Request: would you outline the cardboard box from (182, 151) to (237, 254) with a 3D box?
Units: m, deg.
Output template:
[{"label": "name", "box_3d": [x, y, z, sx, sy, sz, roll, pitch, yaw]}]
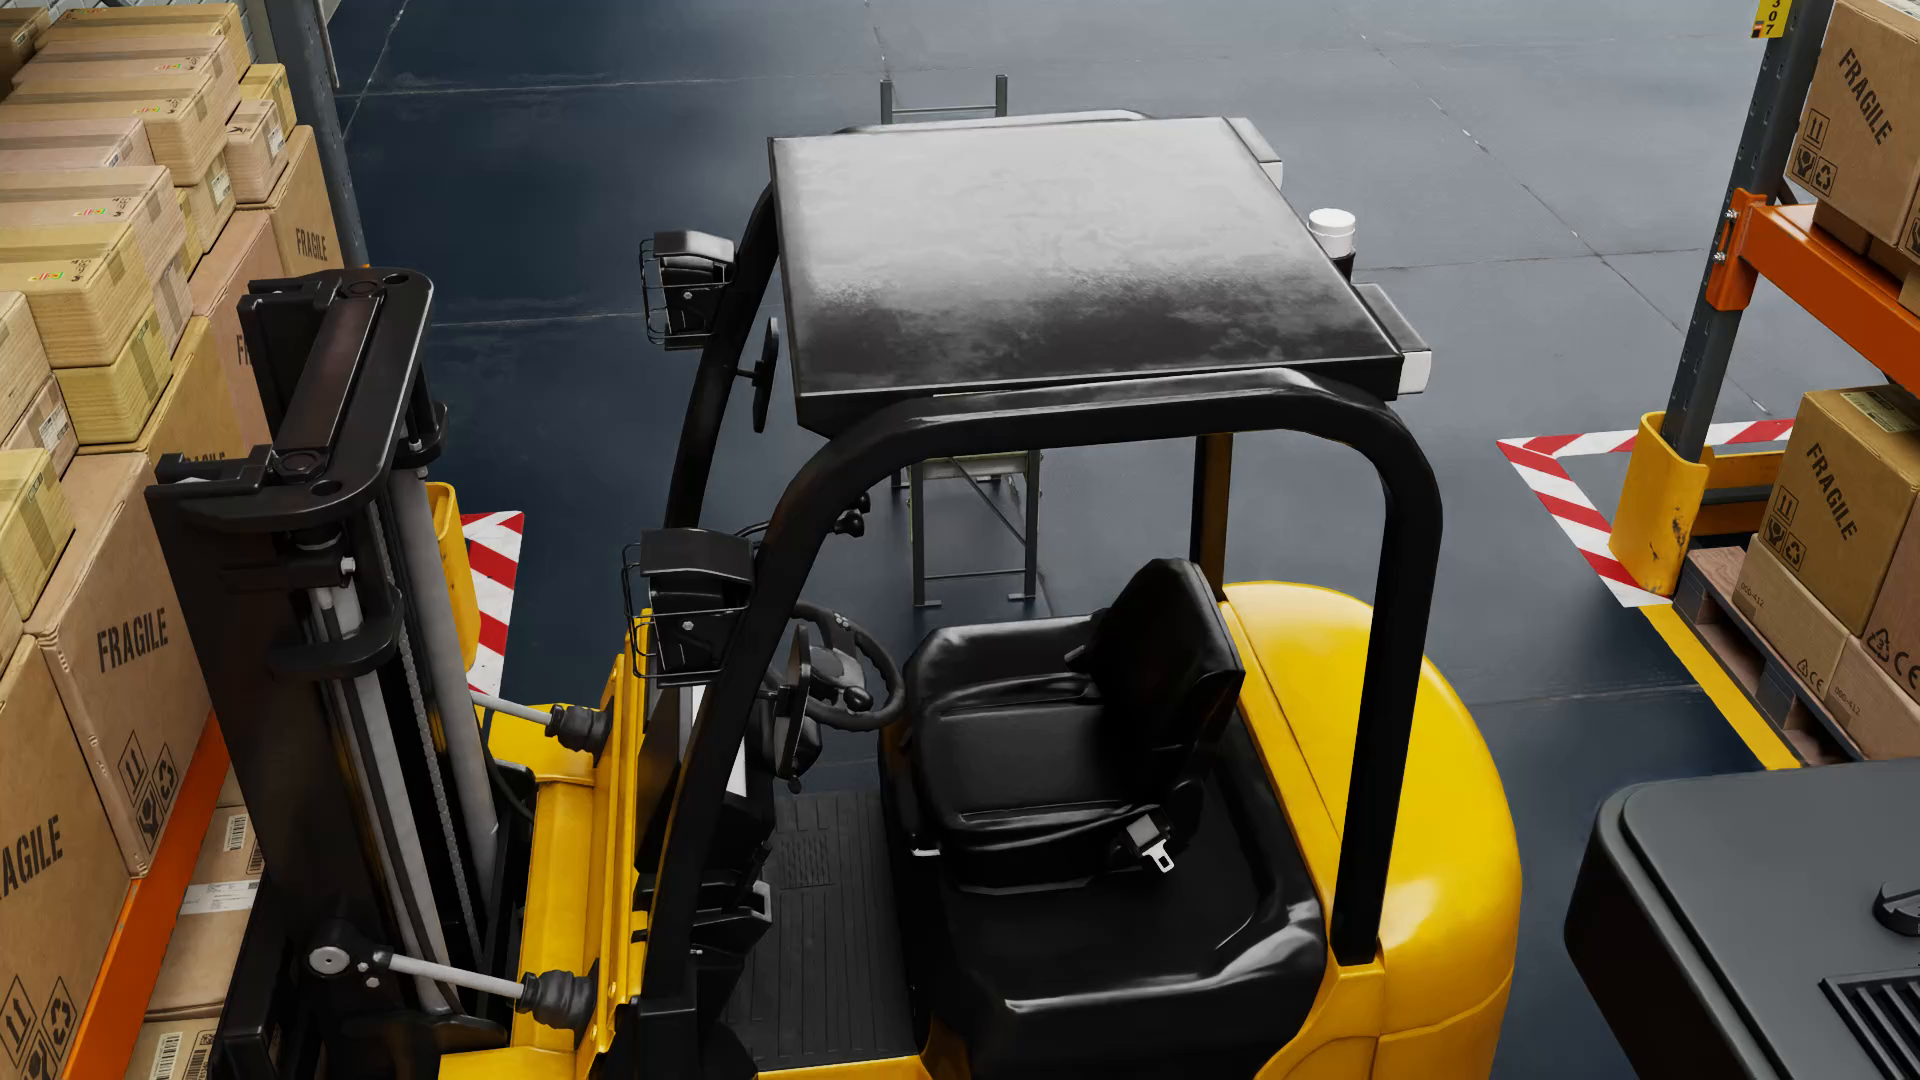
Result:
[{"label": "cardboard box", "box_3d": [-1.744, -0.703, 3.454, 0.380, 0.149, 0.250, -4, 34, -5]}]

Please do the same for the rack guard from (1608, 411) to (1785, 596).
[{"label": "rack guard", "box_3d": [2.822, -0.159, 5.539, 1.175, 0.500, 0.348, -4, 35, -6]}]

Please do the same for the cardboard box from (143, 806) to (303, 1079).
[{"label": "cardboard box", "box_3d": [-1.522, 0.776, 3.129, 0.500, 0.250, 0.500, -5, 35, -7]}]

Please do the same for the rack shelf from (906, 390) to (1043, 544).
[{"label": "rack shelf", "box_3d": [-0.001, -0.354, 5.517, 0.431, 0.370, 0.720, -4, 35, -6]}]

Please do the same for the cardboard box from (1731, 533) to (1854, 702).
[{"label": "cardboard box", "box_3d": [2.646, 0.200, 4.862, 0.500, 0.250, 0.500, -5, 35, -7]}]

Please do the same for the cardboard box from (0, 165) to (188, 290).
[{"label": "cardboard box", "box_3d": [-1.618, -0.544, 2.955, 0.380, 0.149, 0.250, -4, 34, -5]}]

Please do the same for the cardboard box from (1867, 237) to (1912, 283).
[{"label": "cardboard box", "box_3d": [2.701, -0.785, 4.461, 0.380, 0.149, 0.250, -4, 34, -6]}]

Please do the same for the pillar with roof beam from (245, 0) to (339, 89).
[{"label": "pillar with roof beam", "box_3d": [0.553, -6.552, 7.374, 9.100, 9.000, 0.400, -4, 35, -6]}]

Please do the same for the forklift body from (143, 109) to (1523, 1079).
[{"label": "forklift body", "box_3d": [-0.043, 0.415, 3.231, 2.313, 2.155, 1.214, -4, 35, -6]}]

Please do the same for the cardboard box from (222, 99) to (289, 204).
[{"label": "cardboard box", "box_3d": [-1.718, -0.853, 3.673, 0.380, 0.149, 0.250, -4, 34, -6]}]

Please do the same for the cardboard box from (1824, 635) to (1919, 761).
[{"label": "cardboard box", "box_3d": [2.708, 0.485, 4.443, 0.500, 0.250, 0.500, -3, 34, -5]}]

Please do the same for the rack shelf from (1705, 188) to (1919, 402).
[{"label": "rack shelf", "box_3d": [3.081, 0.179, 3.462, 1.077, 0.370, 4.000, -4, 35, -6]}]

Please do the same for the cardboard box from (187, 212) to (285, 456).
[{"label": "cardboard box", "box_3d": [-1.719, -0.352, 3.515, 0.500, 0.500, 0.500, -3, 34, -5]}]

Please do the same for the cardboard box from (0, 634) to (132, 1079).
[{"label": "cardboard box", "box_3d": [-1.525, 0.496, 2.270, 0.500, 0.500, 0.500, -5, 35, -7]}]

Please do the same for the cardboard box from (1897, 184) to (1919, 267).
[{"label": "cardboard box", "box_3d": [2.674, -0.824, 3.943, 0.500, 0.500, 0.500, -3, 34, -5]}]

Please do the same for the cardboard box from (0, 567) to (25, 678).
[{"label": "cardboard box", "box_3d": [-1.494, 0.153, 2.198, 0.380, 0.149, 0.250, -5, 35, -8]}]

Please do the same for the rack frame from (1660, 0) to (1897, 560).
[{"label": "rack frame", "box_3d": [2.812, -1.234, 4.897, 1.000, 3.000, 0.127, -4, 35, -6]}]

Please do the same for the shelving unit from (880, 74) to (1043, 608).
[{"label": "shelving unit", "box_3d": [-0.001, -0.623, 5.333, 0.431, 1.500, 0.755, -4, 35, -6]}]

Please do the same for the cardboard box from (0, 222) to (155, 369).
[{"label": "cardboard box", "box_3d": [-1.578, -0.400, 2.744, 0.380, 0.149, 0.250, -4, 34, -5]}]

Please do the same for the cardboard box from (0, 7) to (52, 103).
[{"label": "cardboard box", "box_3d": [-2.273, -1.085, 3.749, 0.380, 0.149, 0.250, -5, 35, -7]}]

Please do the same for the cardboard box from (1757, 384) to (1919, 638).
[{"label": "cardboard box", "box_3d": [2.650, -0.097, 4.631, 0.500, 0.500, 0.500, -5, 35, -8]}]

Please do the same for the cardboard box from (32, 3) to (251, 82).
[{"label": "cardboard box", "box_3d": [-1.849, -1.104, 3.778, 0.380, 0.149, 0.250, -4, 35, -6]}]

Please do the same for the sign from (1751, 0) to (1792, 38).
[{"label": "sign", "box_3d": [2.274, -1.551, 4.593, 0.100, 0.325, 0.005, -4, 35, -6]}]

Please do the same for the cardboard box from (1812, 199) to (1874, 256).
[{"label": "cardboard box", "box_3d": [2.653, -0.925, 4.667, 0.380, 0.149, 0.250, -4, 35, -6]}]

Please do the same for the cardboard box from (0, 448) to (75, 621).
[{"label": "cardboard box", "box_3d": [-1.539, 0.005, 2.415, 0.380, 0.149, 0.250, -5, 35, -7]}]

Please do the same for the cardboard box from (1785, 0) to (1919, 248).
[{"label": "cardboard box", "box_3d": [2.601, -1.113, 4.366, 0.500, 0.500, 0.500, -5, 35, -7]}]

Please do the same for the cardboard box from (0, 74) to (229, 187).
[{"label": "cardboard box", "box_3d": [-1.723, -0.825, 3.368, 0.380, 0.149, 0.250, -4, 34, -5]}]

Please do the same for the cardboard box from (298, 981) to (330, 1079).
[{"label": "cardboard box", "box_3d": [-1.520, 0.995, 3.251, 0.500, 0.250, 0.500, -4, 35, -7]}]

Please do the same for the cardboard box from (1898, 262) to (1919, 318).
[{"label": "cardboard box", "box_3d": [2.656, -0.631, 4.235, 0.380, 0.149, 0.250, -5, 35, -8]}]

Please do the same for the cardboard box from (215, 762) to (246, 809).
[{"label": "cardboard box", "box_3d": [-1.583, 0.492, 3.545, 0.500, 0.250, 0.500, -4, 34, -6]}]

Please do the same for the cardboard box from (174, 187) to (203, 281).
[{"label": "cardboard box", "box_3d": [-1.722, -0.564, 3.249, 0.380, 0.149, 0.250, -5, 35, -7]}]

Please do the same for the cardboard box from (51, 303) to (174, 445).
[{"label": "cardboard box", "box_3d": [-1.585, -0.279, 2.831, 0.380, 0.149, 0.250, -4, 34, -6]}]

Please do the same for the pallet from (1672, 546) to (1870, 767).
[{"label": "pallet", "box_3d": [2.896, 0.417, 4.951, 1.003, 0.211, 1.213, -4, 35, -6]}]

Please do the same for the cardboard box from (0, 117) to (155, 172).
[{"label": "cardboard box", "box_3d": [-1.763, -0.681, 3.156, 0.380, 0.149, 0.250, -4, 34, -6]}]

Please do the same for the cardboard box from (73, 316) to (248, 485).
[{"label": "cardboard box", "box_3d": [-1.650, -0.066, 3.095, 0.500, 0.500, 0.500, -5, 35, -7]}]

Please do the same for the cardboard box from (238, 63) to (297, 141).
[{"label": "cardboard box", "box_3d": [-1.782, -0.993, 3.879, 0.380, 0.149, 0.250, -4, 34, -6]}]

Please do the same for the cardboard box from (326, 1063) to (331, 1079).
[{"label": "cardboard box", "box_3d": [-1.522, 1.191, 3.407, 0.500, 0.250, 0.500, -3, 34, -5]}]

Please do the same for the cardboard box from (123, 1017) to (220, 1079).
[{"label": "cardboard box", "box_3d": [-1.459, 1.069, 2.698, 0.500, 0.250, 0.500, -3, 34, -5]}]

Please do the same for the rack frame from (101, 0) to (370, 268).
[{"label": "rack frame", "box_3d": [-2.106, -0.856, 4.342, 1.000, 3.000, 0.127, -4, 35, -6]}]

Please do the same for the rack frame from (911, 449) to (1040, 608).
[{"label": "rack frame", "box_3d": [0.048, -0.419, 5.033, 0.400, 1.500, 0.023, -4, 35, -6]}]

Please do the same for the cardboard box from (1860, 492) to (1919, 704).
[{"label": "cardboard box", "box_3d": [2.725, 0.195, 4.204, 0.500, 0.500, 0.500, -6, 35, -8]}]

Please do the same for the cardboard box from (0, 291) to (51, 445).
[{"label": "cardboard box", "box_3d": [-1.637, -0.249, 2.523, 0.380, 0.149, 0.250, -4, 34, -6]}]

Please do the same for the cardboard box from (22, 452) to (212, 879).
[{"label": "cardboard box", "box_3d": [-1.571, 0.213, 2.685, 0.500, 0.500, 0.500, -4, 34, -6]}]

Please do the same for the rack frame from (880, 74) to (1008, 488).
[{"label": "rack frame", "box_3d": [-0.050, -0.828, 5.633, 0.400, 1.500, 0.023, -4, 35, -6]}]

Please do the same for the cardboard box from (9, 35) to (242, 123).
[{"label": "cardboard box", "box_3d": [-1.785, -0.969, 3.579, 0.380, 0.149, 0.250, -4, 35, -6]}]

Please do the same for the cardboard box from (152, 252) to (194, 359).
[{"label": "cardboard box", "box_3d": [-1.639, -0.419, 3.036, 0.380, 0.149, 0.250, -5, 35, -8]}]

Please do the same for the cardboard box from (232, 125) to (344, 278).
[{"label": "cardboard box", "box_3d": [-1.780, -0.643, 3.940, 0.500, 0.500, 0.500, -5, 35, -7]}]

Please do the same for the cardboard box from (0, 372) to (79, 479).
[{"label": "cardboard box", "box_3d": [-1.641, -0.133, 2.617, 0.380, 0.149, 0.250, -5, 35, -7]}]

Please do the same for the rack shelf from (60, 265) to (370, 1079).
[{"label": "rack shelf", "box_3d": [-1.837, 0.557, 2.907, 1.077, 0.370, 4.000, -4, 35, -6]}]

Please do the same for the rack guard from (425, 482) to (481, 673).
[{"label": "rack guard", "box_3d": [-2.109, 0.164, 5.066, 1.175, 0.500, 0.348, -4, 35, -6]}]
